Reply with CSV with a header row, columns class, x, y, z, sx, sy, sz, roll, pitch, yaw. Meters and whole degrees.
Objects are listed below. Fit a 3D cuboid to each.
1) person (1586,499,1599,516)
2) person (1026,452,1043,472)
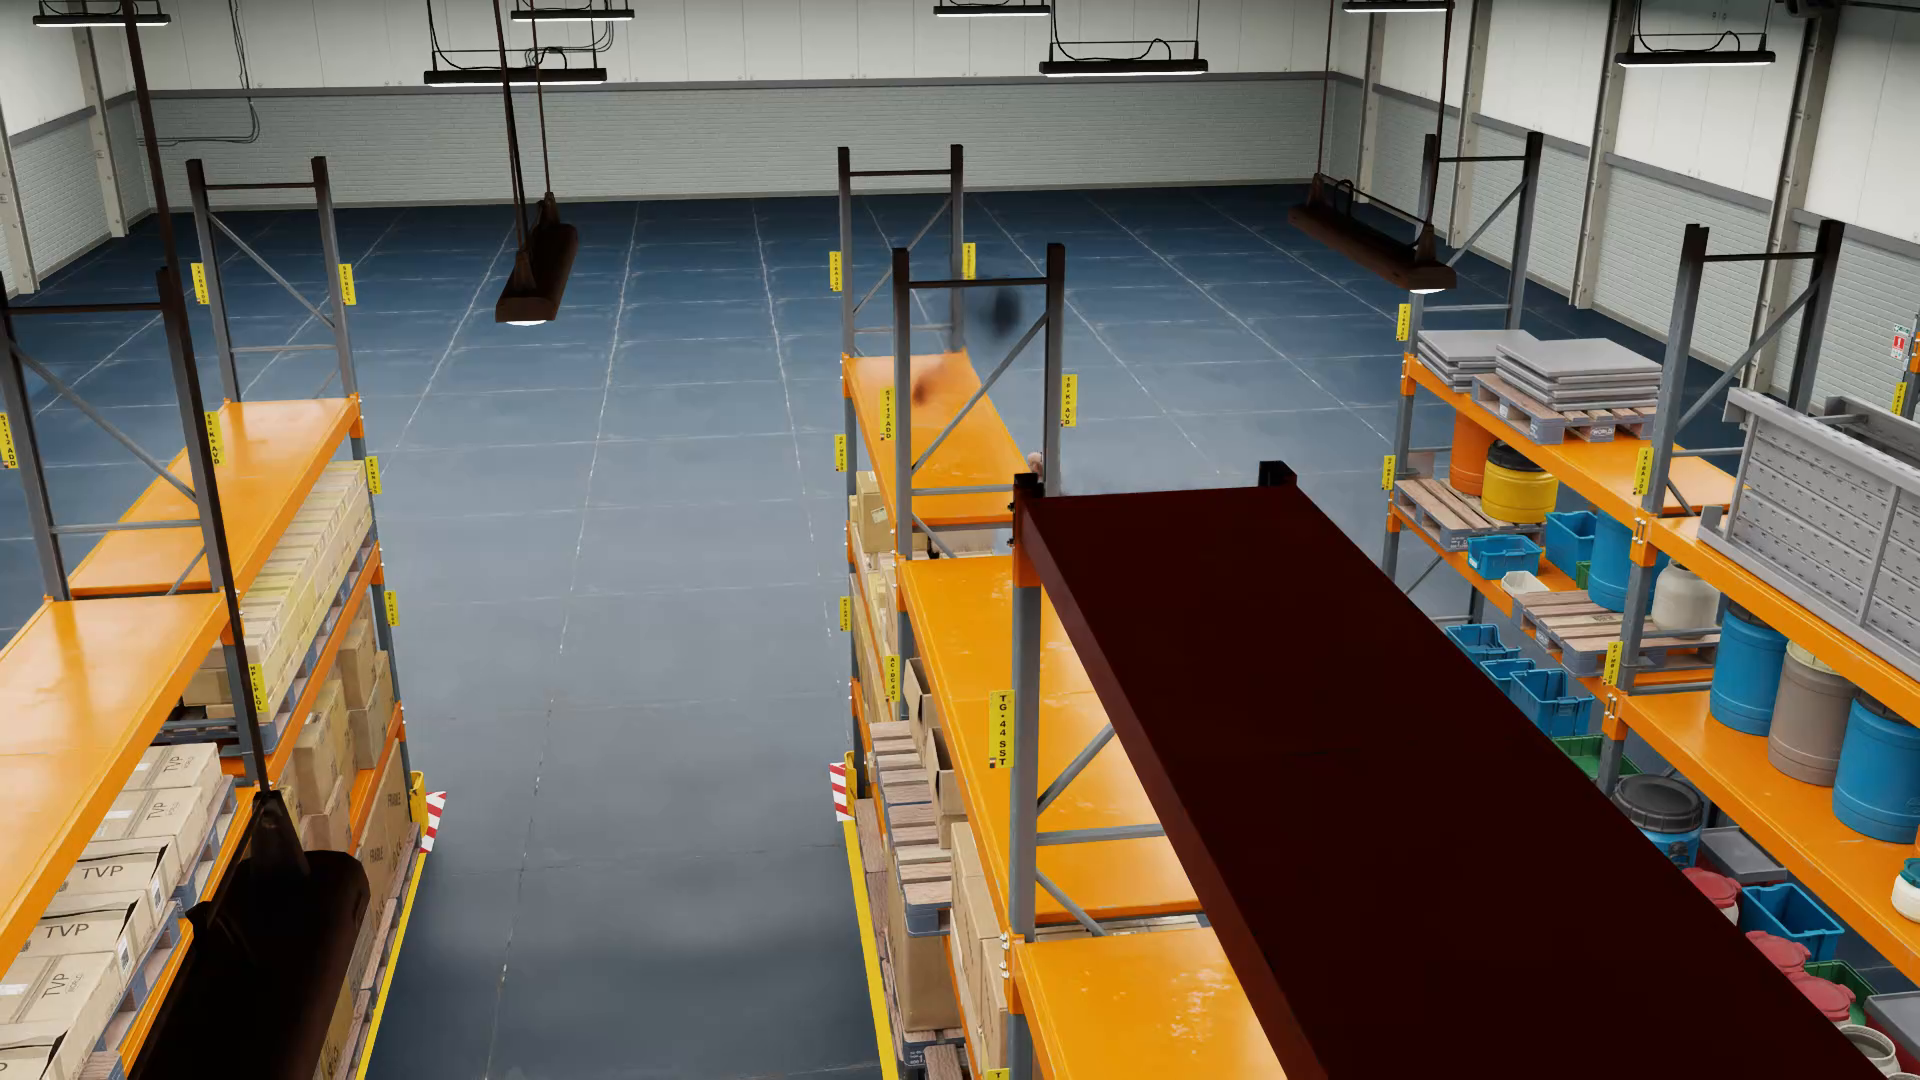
class,x,y,z,sx,sy,sz,roll,pitch,yaw
person,7.169,0.263,18.424,0.864,1.655,0.727,5,22,13
person,0.996,-0.140,19.643,0.904,1.842,0.632,7,23,18
